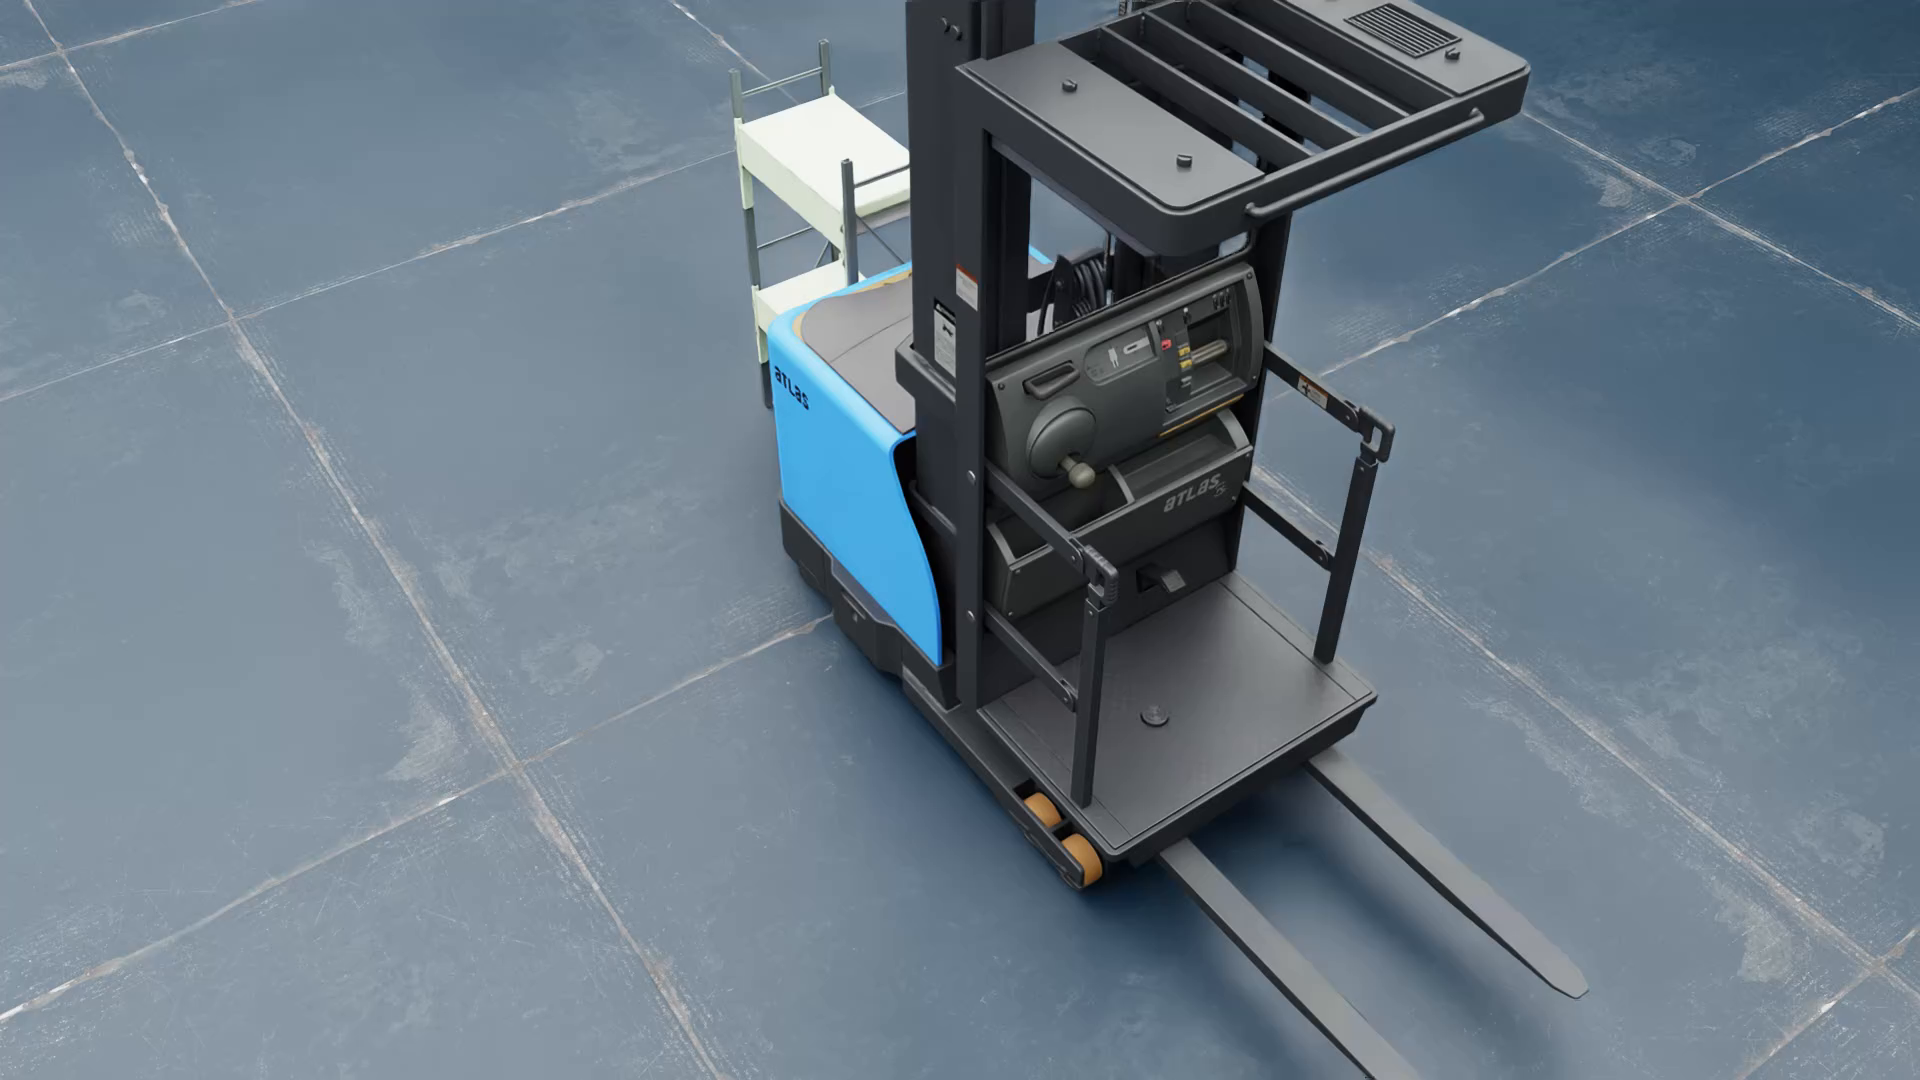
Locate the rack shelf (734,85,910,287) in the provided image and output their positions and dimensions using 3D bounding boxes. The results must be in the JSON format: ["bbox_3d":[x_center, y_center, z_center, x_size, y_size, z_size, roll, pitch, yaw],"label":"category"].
[{"bbox_3d":[-0.427,-1.242,5.900,0.431,0.370,0.720,-26,49,-25],"label":"rack shelf"}]

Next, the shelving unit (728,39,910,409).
[{"bbox_3d":[-0.427,-0.960,6.169,0.431,1.500,0.755,-26,49,-25],"label":"shelving unit"}]

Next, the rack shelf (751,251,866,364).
[{"bbox_3d":[-0.427,-0.724,6.394,0.431,0.370,0.720,-26,49,-25],"label":"rack shelf"}]

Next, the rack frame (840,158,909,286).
[{"bbox_3d":[-0.216,-0.753,5.953,0.400,1.500,0.023,-26,49,-25],"label":"rack frame"}]

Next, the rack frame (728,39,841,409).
[{"bbox_3d":[-0.639,-1.166,6.385,0.400,1.500,0.023,-26,49,-25],"label":"rack frame"}]

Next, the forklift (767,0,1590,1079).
[{"bbox_3d":[0.608,-0.373,4.519,1.130,2.935,3.031,-26,49,-25],"label":"forklift"}]
